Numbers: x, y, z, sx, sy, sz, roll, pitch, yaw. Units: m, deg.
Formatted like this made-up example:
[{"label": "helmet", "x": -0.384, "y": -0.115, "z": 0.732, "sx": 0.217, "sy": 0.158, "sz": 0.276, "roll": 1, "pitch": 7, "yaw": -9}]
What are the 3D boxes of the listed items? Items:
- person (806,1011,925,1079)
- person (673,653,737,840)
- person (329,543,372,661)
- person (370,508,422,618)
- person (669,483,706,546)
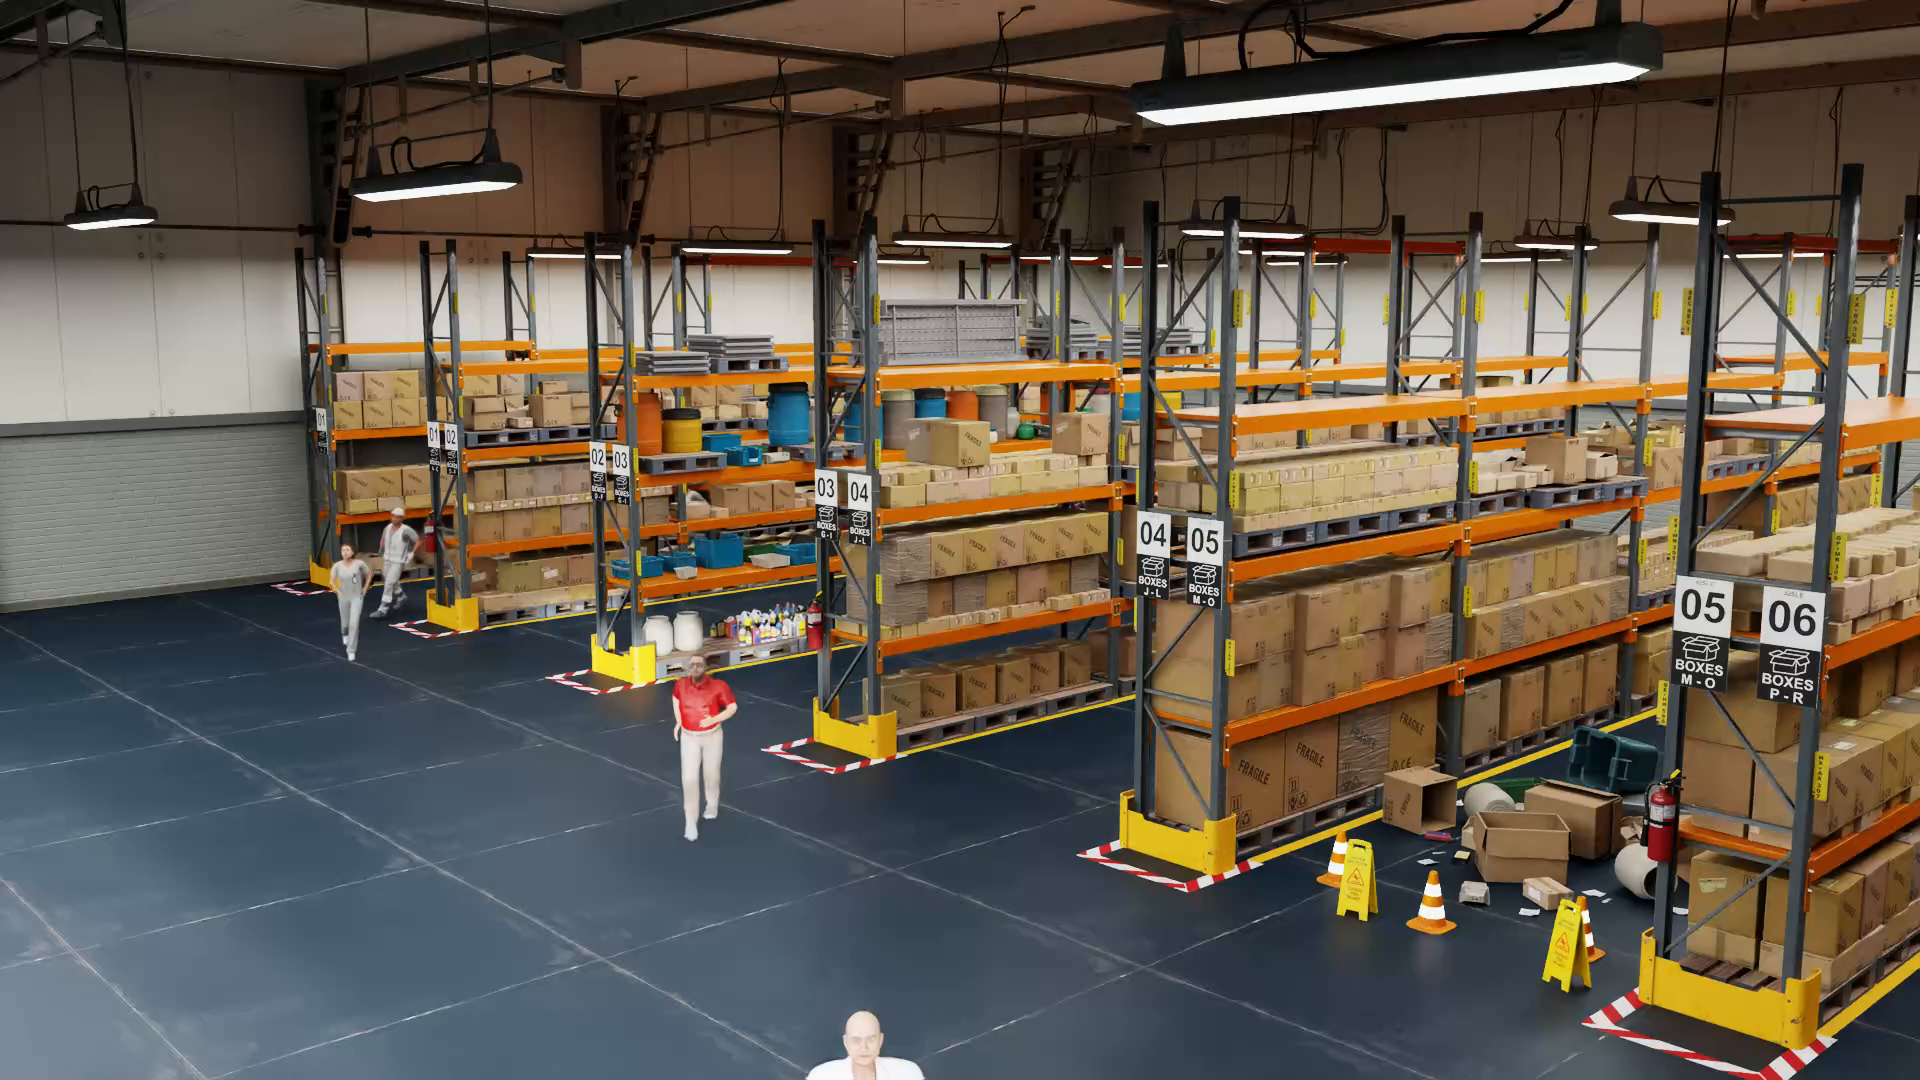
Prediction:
[{"label": "person", "x": -0.464, "y": 3.139, "z": 8.141, "sx": 0.711, "sy": 1.743, "sz": 0.756, "roll": -1, "pitch": 8, "yaw": -6}, {"label": "person", "x": -2.480, "y": 1.967, "z": 16.165, "sx": 0.647, "sy": 1.799, "sz": 0.783, "roll": 0, "pitch": 8, "yaw": -1}, {"label": "person", "x": -8.771, "y": 0.864, "z": 23.986, "sx": 0.577, "sy": 1.649, "sz": 0.838, "roll": -2, "pitch": 9, "yaw": -14}, {"label": "person", "x": -9.073, "y": 0.354, "z": 26.797, "sx": 0.720, "sy": 1.756, "sz": 0.915, "roll": 4, "pitch": 9, "yaw": 23}, {"label": "person", "x": -5.235, "y": -0.339, "z": 31.681, "sx": 0.640, "sy": 1.789, "sz": 0.669, "roll": 6, "pitch": 11, "yaw": 37}]
